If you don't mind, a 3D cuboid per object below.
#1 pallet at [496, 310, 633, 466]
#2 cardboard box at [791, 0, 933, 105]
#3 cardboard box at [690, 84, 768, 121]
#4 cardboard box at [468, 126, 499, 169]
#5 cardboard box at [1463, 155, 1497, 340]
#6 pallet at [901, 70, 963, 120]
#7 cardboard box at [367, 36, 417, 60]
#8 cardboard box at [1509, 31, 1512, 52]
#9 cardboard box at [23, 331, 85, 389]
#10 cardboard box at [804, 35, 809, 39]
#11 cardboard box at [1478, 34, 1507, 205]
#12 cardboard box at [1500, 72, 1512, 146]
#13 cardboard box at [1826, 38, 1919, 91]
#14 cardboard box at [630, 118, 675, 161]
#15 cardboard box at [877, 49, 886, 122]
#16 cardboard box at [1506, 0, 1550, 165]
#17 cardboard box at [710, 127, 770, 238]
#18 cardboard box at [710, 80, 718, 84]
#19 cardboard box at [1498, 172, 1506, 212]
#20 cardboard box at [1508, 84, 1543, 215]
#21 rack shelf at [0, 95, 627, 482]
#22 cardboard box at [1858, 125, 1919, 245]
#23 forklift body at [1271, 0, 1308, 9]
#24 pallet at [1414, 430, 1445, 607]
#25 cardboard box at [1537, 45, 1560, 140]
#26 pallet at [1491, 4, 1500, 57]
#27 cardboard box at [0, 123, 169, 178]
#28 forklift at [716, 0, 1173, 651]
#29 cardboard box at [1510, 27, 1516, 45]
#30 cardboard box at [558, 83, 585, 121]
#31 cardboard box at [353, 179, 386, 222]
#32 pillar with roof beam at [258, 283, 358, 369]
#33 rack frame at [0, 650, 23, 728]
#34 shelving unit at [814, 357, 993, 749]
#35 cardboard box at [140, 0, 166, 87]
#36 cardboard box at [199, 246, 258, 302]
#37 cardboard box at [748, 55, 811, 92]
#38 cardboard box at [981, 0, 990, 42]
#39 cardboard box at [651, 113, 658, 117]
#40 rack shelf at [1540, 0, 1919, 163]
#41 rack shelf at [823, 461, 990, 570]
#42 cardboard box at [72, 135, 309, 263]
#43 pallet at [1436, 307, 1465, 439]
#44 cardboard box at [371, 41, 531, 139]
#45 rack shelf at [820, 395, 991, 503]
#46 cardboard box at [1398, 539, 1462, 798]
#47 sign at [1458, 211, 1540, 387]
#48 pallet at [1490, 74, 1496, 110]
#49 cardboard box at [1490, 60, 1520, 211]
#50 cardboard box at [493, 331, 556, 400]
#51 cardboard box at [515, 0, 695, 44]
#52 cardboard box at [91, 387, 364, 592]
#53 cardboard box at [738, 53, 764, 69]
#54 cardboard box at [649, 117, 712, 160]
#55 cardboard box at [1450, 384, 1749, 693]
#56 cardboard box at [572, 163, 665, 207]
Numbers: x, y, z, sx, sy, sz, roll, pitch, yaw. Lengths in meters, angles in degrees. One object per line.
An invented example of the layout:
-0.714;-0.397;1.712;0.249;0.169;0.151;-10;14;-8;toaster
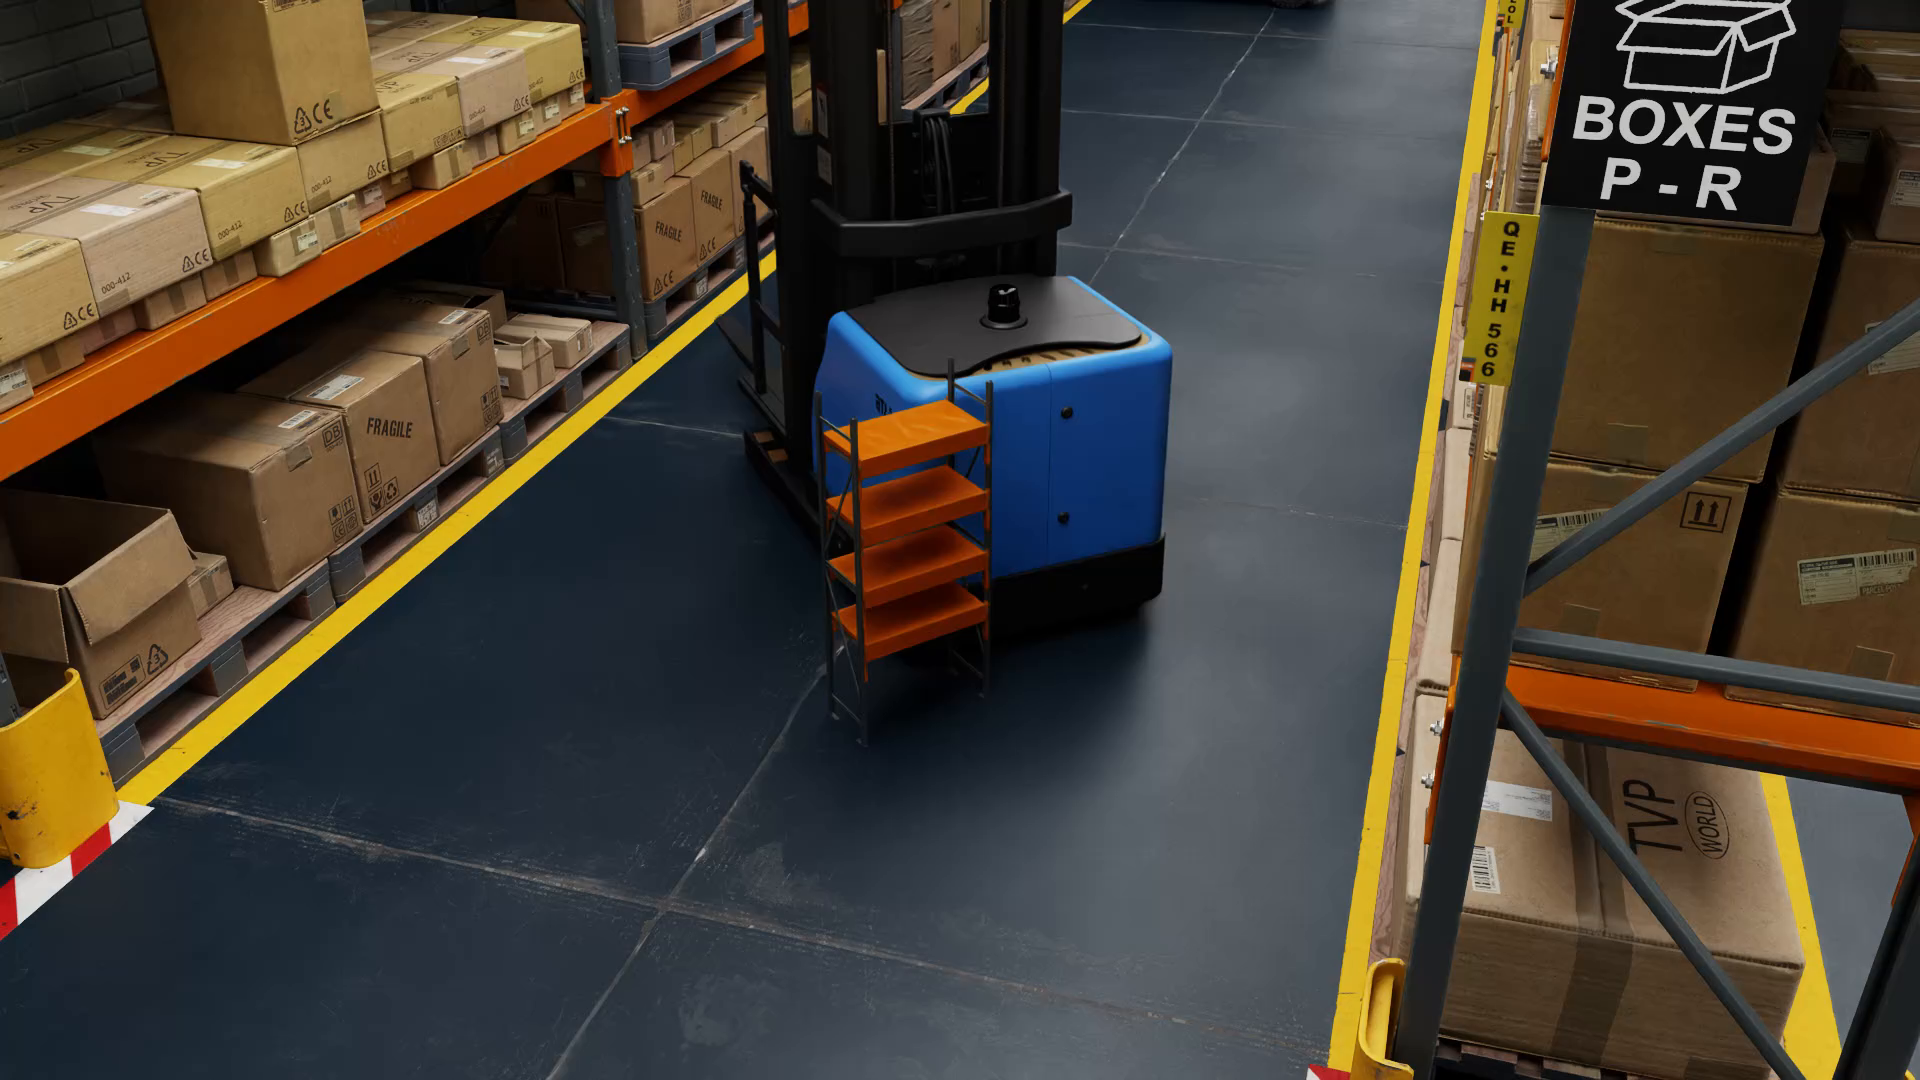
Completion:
-2.284;-0.767;7.911;1.003;0.211;1.213;8;30;15;pallet
-0.711;-3.597;12.141;0.875;0.625;0.625;9;30;16;cardboard box
-1.347;-2.553;9.726;0.380;0.149;0.250;9;30;15;cardboard box
-2.145;-1.644;6.878;0.380;0.149;0.250;9;30;16;cardboard box
2.770;-1.152;7.490;0.875;0.875;0.875;9;30;16;cardboard box
-0.628;-3.322;12.504;1.003;0.211;1.213;8;30;15;pallet
-2.625;-1.943;7.006;0.500;0.250;0.500;8;30;14;cardboard box
3.161;-2.716;8.700;0.500;0.250;0.500;9;30;17;cardboard box
-2.866;-0.574;4.955;0.380;0.149;0.250;9;30;16;cardboard box
-0.810;-3.272;11.019;0.380;0.149;0.250;7;30;12;cardboard box
3.557;-2.403;9.737;0.875;0.875;0.875;8;30;14;cardboard box
2.556;-1.777;7.013;0.500;0.250;0.500;8;30;14;cardboard box
2.114;-0.990;3.645;0.380;0.149;0.250;8;30;13;cardboard box
-1.691;-2.065;8.543;0.380;0.149;0.250;7;30;12;cardboard box
-0.826;-3.027;11.246;0.500;0.500;0.500;9;30;16;cardboard box
1.978;-1.421;5.088;0.500;0.500;0.500;9;30;16;cardboard box
-1.427;-2.068;9.522;0.500;0.500;0.500;8;30;13;cardboard box
-1.687;-2.731;10.047;0.380;0.149;0.250;9;30;15;cardboard box
1.822;-0.758;4.924;0.500;0.500;0.500;9;30;16;cardboard box
1.530;-0.725;3.836;0.500;0.500;0.500;9;30;15;cardboard box
-2.668;-1.061;6.311;1.077;0.370;4.000;8;30;15;rack shelf
1.860;-0.629;2.996;0.380;0.149;0.250;9;30;16;cardboard box
2.628;-6.369;15.986;2.313;2.155;1.214;8;30;15;forklift body
2.367;-0.037;6.599;1.003;0.211;1.213;8;30;15;pallet
1.452;-0.952;3.577;0.380;0.149;0.250;8;30;14;cardboard box
5.176;-4.414;14.468;1.003;0.211;1.213;8;30;15;pallet
-3.072;-1.231;5.725;0.500;0.250;0.500;9;30;16;cardboard box
-0.296;-1.582;6.580;1.130;2.935;3.031;-12;31;-21;forklift
2.848;-2.465;7.736;0.500;0.250;0.500;9;30;16;cardboard box
-1.933;-2.010;7.537;0.380;0.149;0.250;9;30;16;cardboard box
-2.403;-1.296;6.252;0.380;0.149;0.250;8;30;15;cardboard box
0.968;-4.117;4.894;9.100;9.000;0.400;8;30;15;pillar with roof beam
-3.255;-0.446;4.465;1.000;3.000;0.127;8;30;15;rack frame
-0.172;0.051;5.423;0.503;1.200;0.258;-18;34;-29;shelving unit
-2.773;-2.042;6.413;0.500;0.500;0.500;8;30;13;cardboard box
-2.617;-0.934;5.602;0.380;0.149;0.250;9;30;16;cardboard box
-1.101;-2.909;10.365;0.380;0.149;0.250;9;30;16;cardboard box
-0.111;-4.564;13.880;0.875;0.625;0.625;8;30;14;cardboard box
-1.931;-2.371;9.400;0.380;0.149;0.250;9;30;16;cardboard box
2.078;-1.665;4.312;1.077;0.370;4.000;8;30;15;rack shelf
-0.172;-0.085;5.347;0.480;0.148;0.258;-18;34;-29;rack shelf
-2.571;-1.153;5.585;0.500;0.250;0.500;8;30;14;cardboard box
2.819;-0.749;7.879;1.003;0.211;1.213;8;30;15;pallet
-2.130;-1.862;6.861;0.500;0.250;0.500;9;30;15;cardboard box
-0.172;-0.292;5.232;0.480;0.148;0.258;-18;34;-29;rack shelf
1.850;0.450;5.060;0.875;0.438;0.875;9;30;16;cardboard box
0.976;-0.432;3.007;0.100;0.325;0.005;8;30;15;sign
4.430;-3.166;12.225;1.003;0.211;1.213;8;30;15;pallet
2.277;-1.461;6.188;0.500;0.500;0.500;9;30;17;cardboard box
-2.069;-0.826;7.530;0.396;0.266;0.258;10;30;17;cardboard box
-1.725;-2.724;8.027;0.700;0.500;0.500;9;30;16;cardboard box
-2.697;-0.199;6.162;0.700;0.500;0.500;10;31;17;cardboard box
-1.458;-3.093;10.697;0.380;0.149;0.250;9;30;16;cardboard box
-1.582;-2.198;9.087;0.380;0.149;0.250;8;30;14;cardboard box
1.379;-0.045;3.642;0.500;0.500;0.500;9;30;15;cardboard box
-1.722;-1.808;8.386;0.380;0.149;0.250;10;31;17;cardboard box
